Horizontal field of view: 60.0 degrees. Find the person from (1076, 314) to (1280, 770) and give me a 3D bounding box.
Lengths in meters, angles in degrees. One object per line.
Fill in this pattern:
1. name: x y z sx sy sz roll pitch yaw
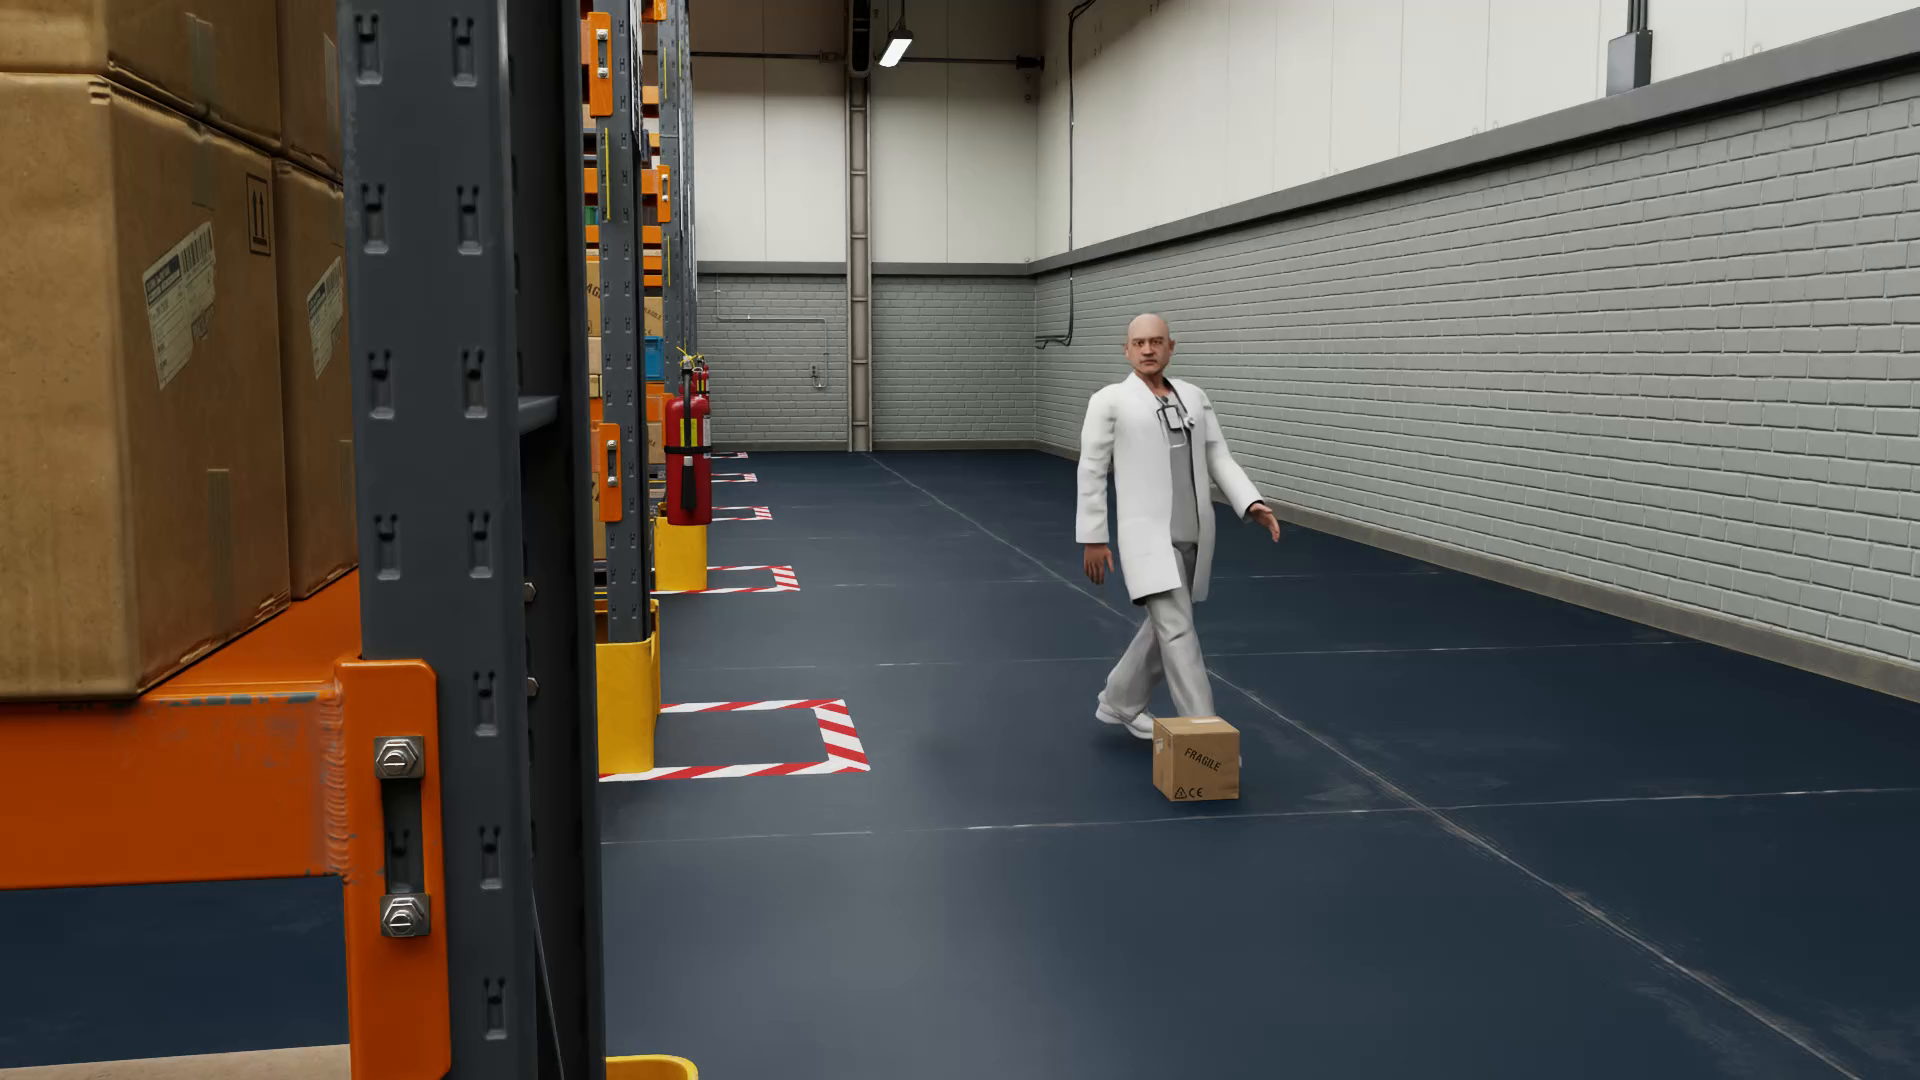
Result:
1. person: 0.847 0.000 6.441 0.642 1.713 1.028 -4 7 -29
